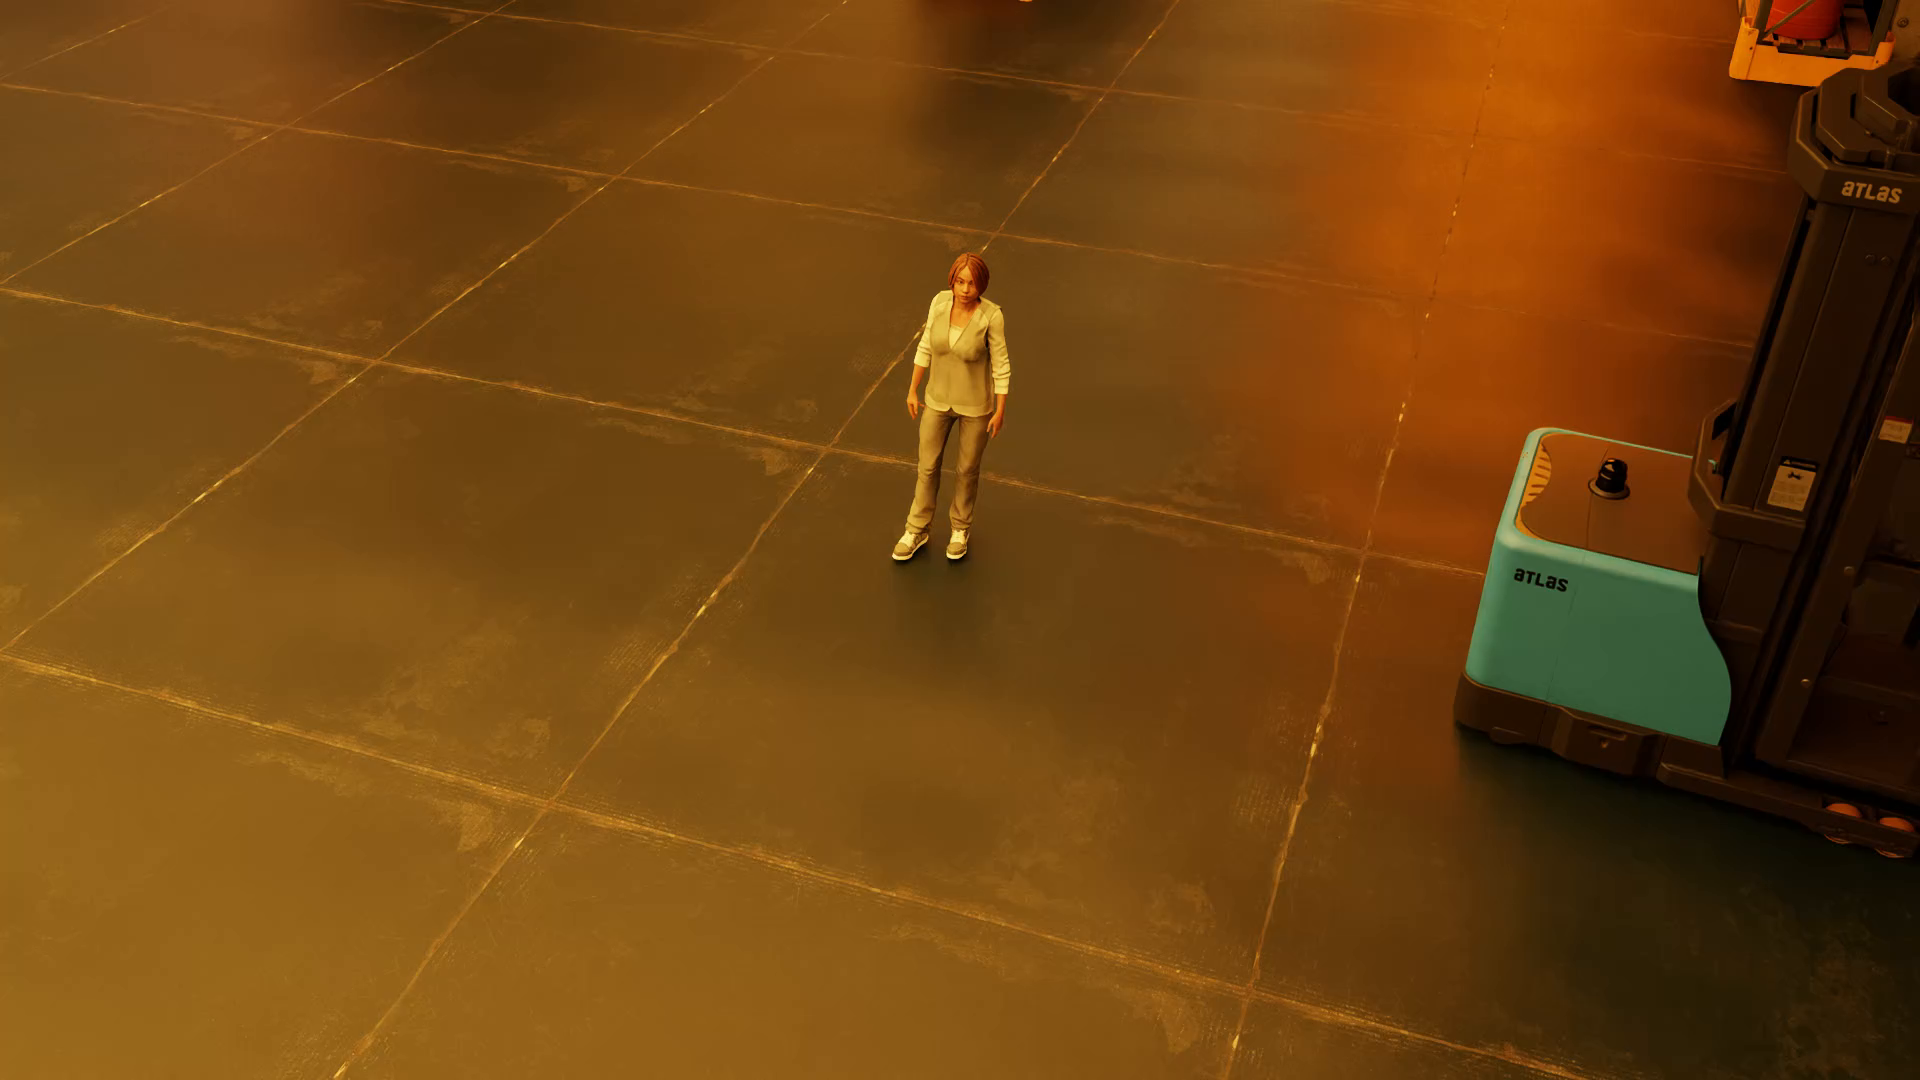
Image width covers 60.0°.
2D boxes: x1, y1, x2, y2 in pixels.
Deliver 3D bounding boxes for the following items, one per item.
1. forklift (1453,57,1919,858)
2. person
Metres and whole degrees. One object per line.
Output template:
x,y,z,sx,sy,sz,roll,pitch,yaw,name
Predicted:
3.766,-0.247,6.459,3.031,2.935,1.130,15,38,20,forklift
-0.038,-0.619,8.125,0.521,1.599,0.473,12,37,16,person
